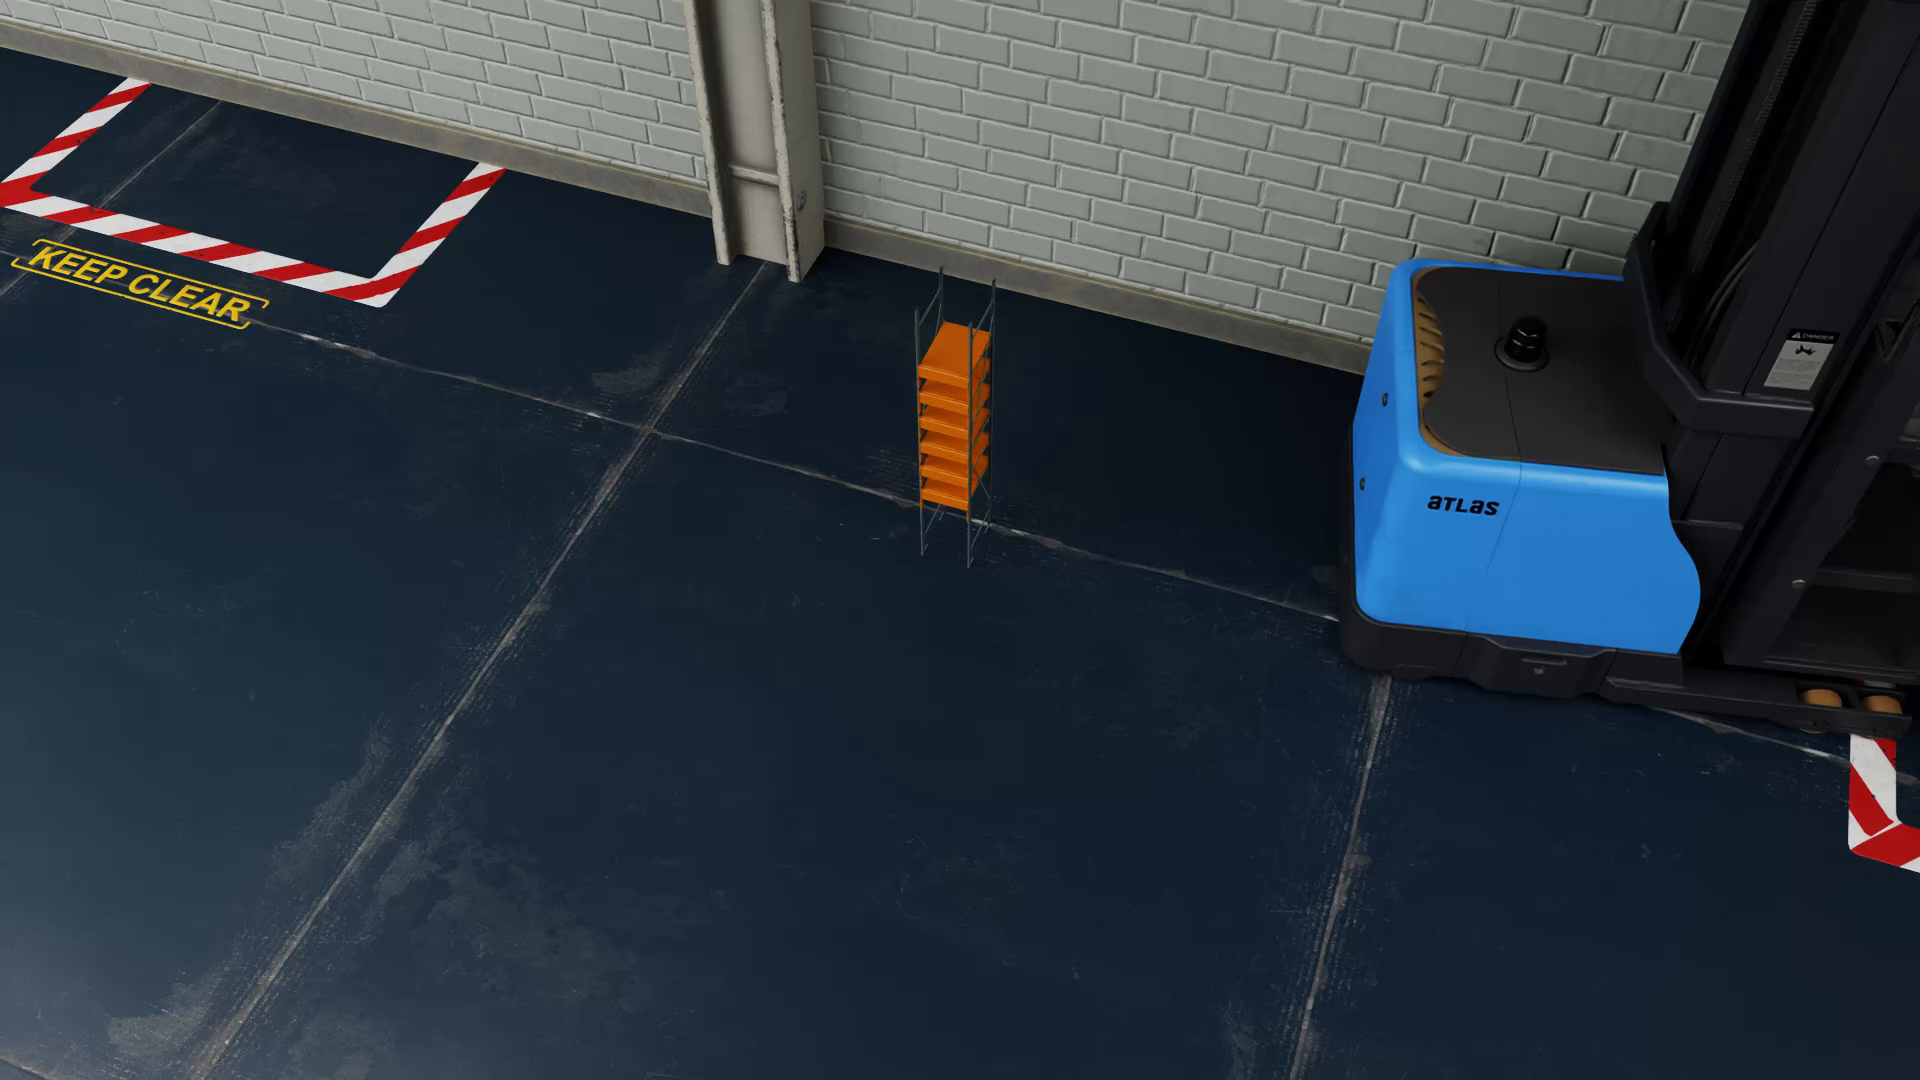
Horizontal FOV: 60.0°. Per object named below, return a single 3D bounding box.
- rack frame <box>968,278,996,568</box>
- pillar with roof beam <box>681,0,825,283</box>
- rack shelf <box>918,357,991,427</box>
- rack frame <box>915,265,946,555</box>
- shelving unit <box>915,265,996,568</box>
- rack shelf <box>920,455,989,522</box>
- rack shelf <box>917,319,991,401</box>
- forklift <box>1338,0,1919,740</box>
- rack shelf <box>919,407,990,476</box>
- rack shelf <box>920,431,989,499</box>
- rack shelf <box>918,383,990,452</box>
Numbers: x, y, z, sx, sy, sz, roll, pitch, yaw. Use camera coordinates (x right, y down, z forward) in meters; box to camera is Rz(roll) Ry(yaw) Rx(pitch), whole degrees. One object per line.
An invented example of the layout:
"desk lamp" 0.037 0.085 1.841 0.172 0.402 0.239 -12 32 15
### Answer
"rack frame" 0.072 -0.373 5.779 0.006 1.200 0.240 16 51 13
"pillar with roof beam" -2.319 -1.172 1.311 0.400 9.000 9.100 16 51 13
"rack shelf" -0.014 -0.525 5.652 0.180 0.103 0.258 16 51 13
"rack frame" -0.099 -0.421 5.821 0.006 1.200 0.240 16 51 13
"shelving unit" -0.014 -0.397 5.800 0.189 1.200 0.258 16 51 13
"rack shelf" -0.014 -0.210 6.015 0.180 0.103 0.258 16 51 13
"rack shelf" -0.014 -0.603 5.561 0.180 0.103 0.258 16 51 13
"forklift" 2.895 -0.712 4.927 3.031 2.935 1.130 6 49 5
"rack shelf" -0.014 -0.368 5.833 0.180 0.103 0.258 16 51 13
"rack shelf" -0.014 -0.289 5.924 0.180 0.103 0.258 16 51 13
"rack shelf" -0.014 -0.446 5.743 0.180 0.103 0.258 16 51 13
